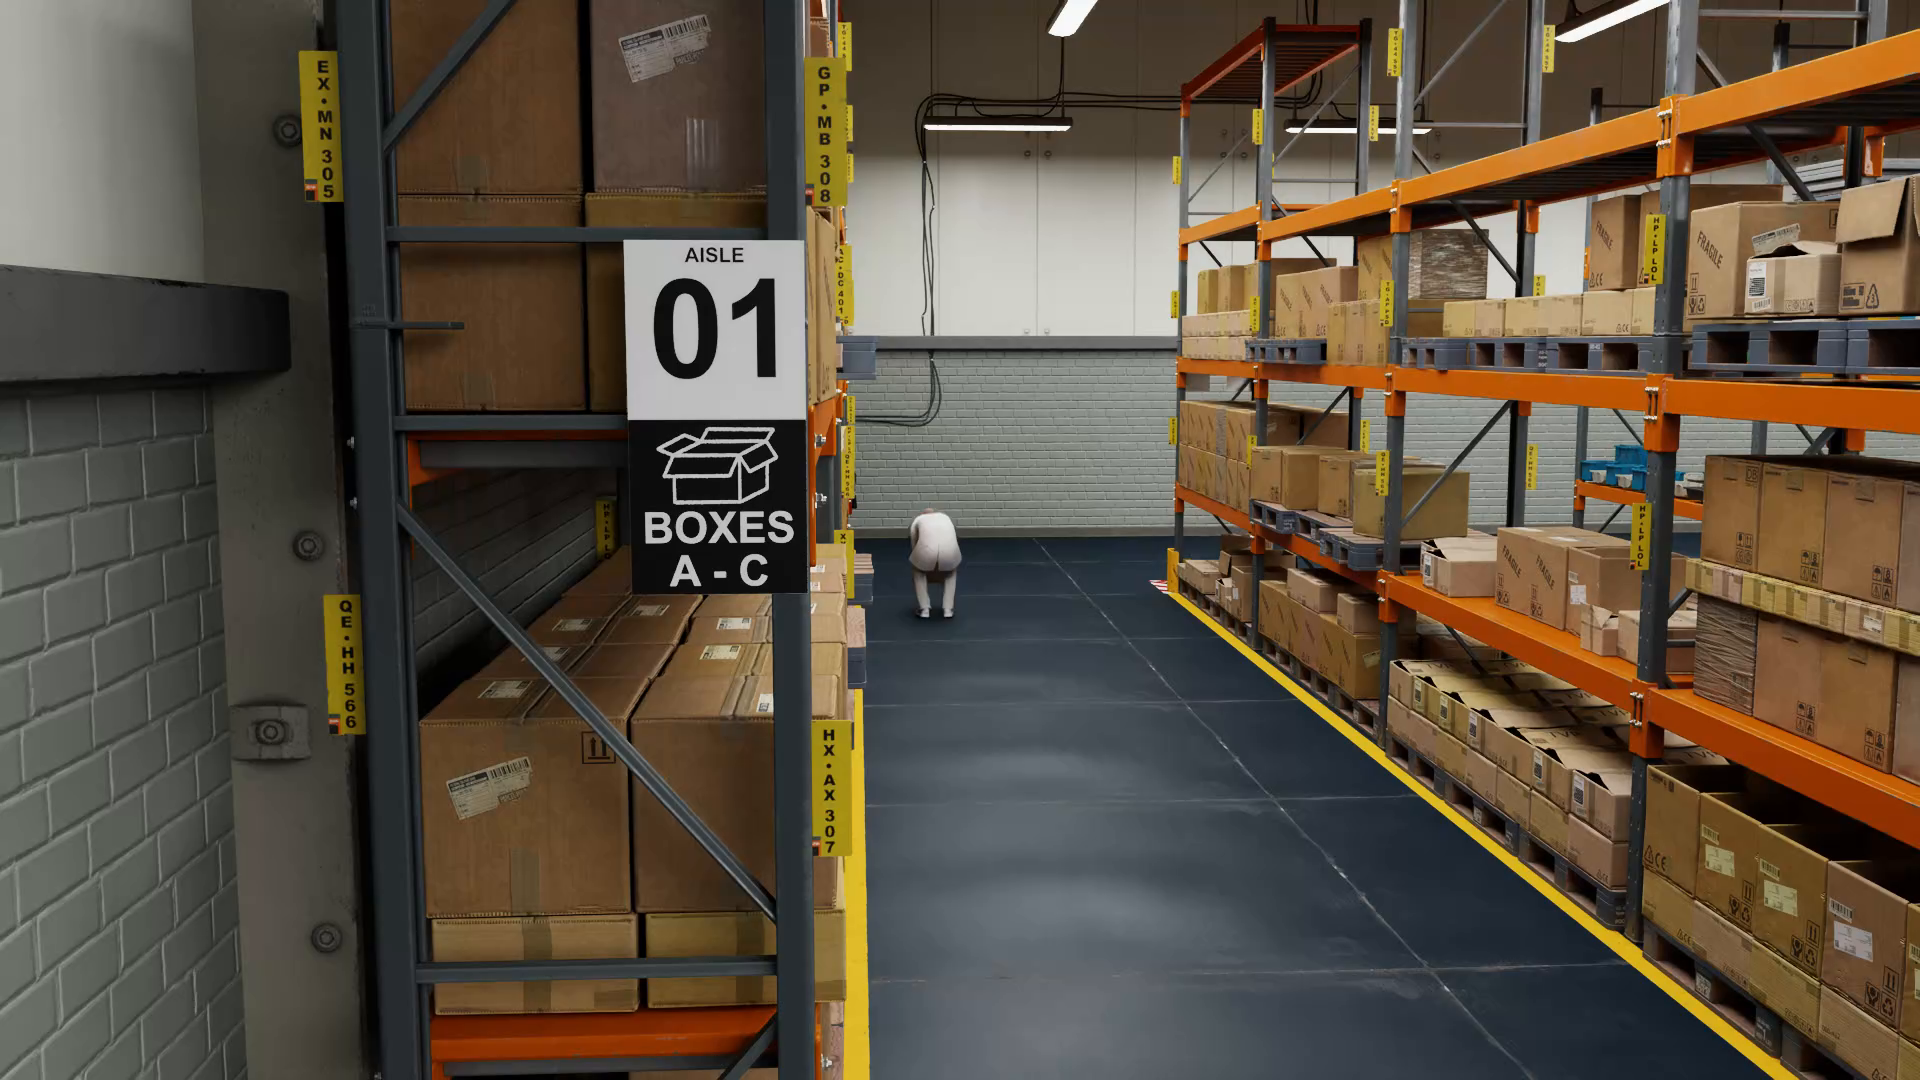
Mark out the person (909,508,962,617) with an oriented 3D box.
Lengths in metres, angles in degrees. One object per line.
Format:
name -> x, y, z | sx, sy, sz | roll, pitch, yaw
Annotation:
person -> -0.288, 0.251, 18.413 | 0.586, 1.136, 0.938 | -1, 7, -7
